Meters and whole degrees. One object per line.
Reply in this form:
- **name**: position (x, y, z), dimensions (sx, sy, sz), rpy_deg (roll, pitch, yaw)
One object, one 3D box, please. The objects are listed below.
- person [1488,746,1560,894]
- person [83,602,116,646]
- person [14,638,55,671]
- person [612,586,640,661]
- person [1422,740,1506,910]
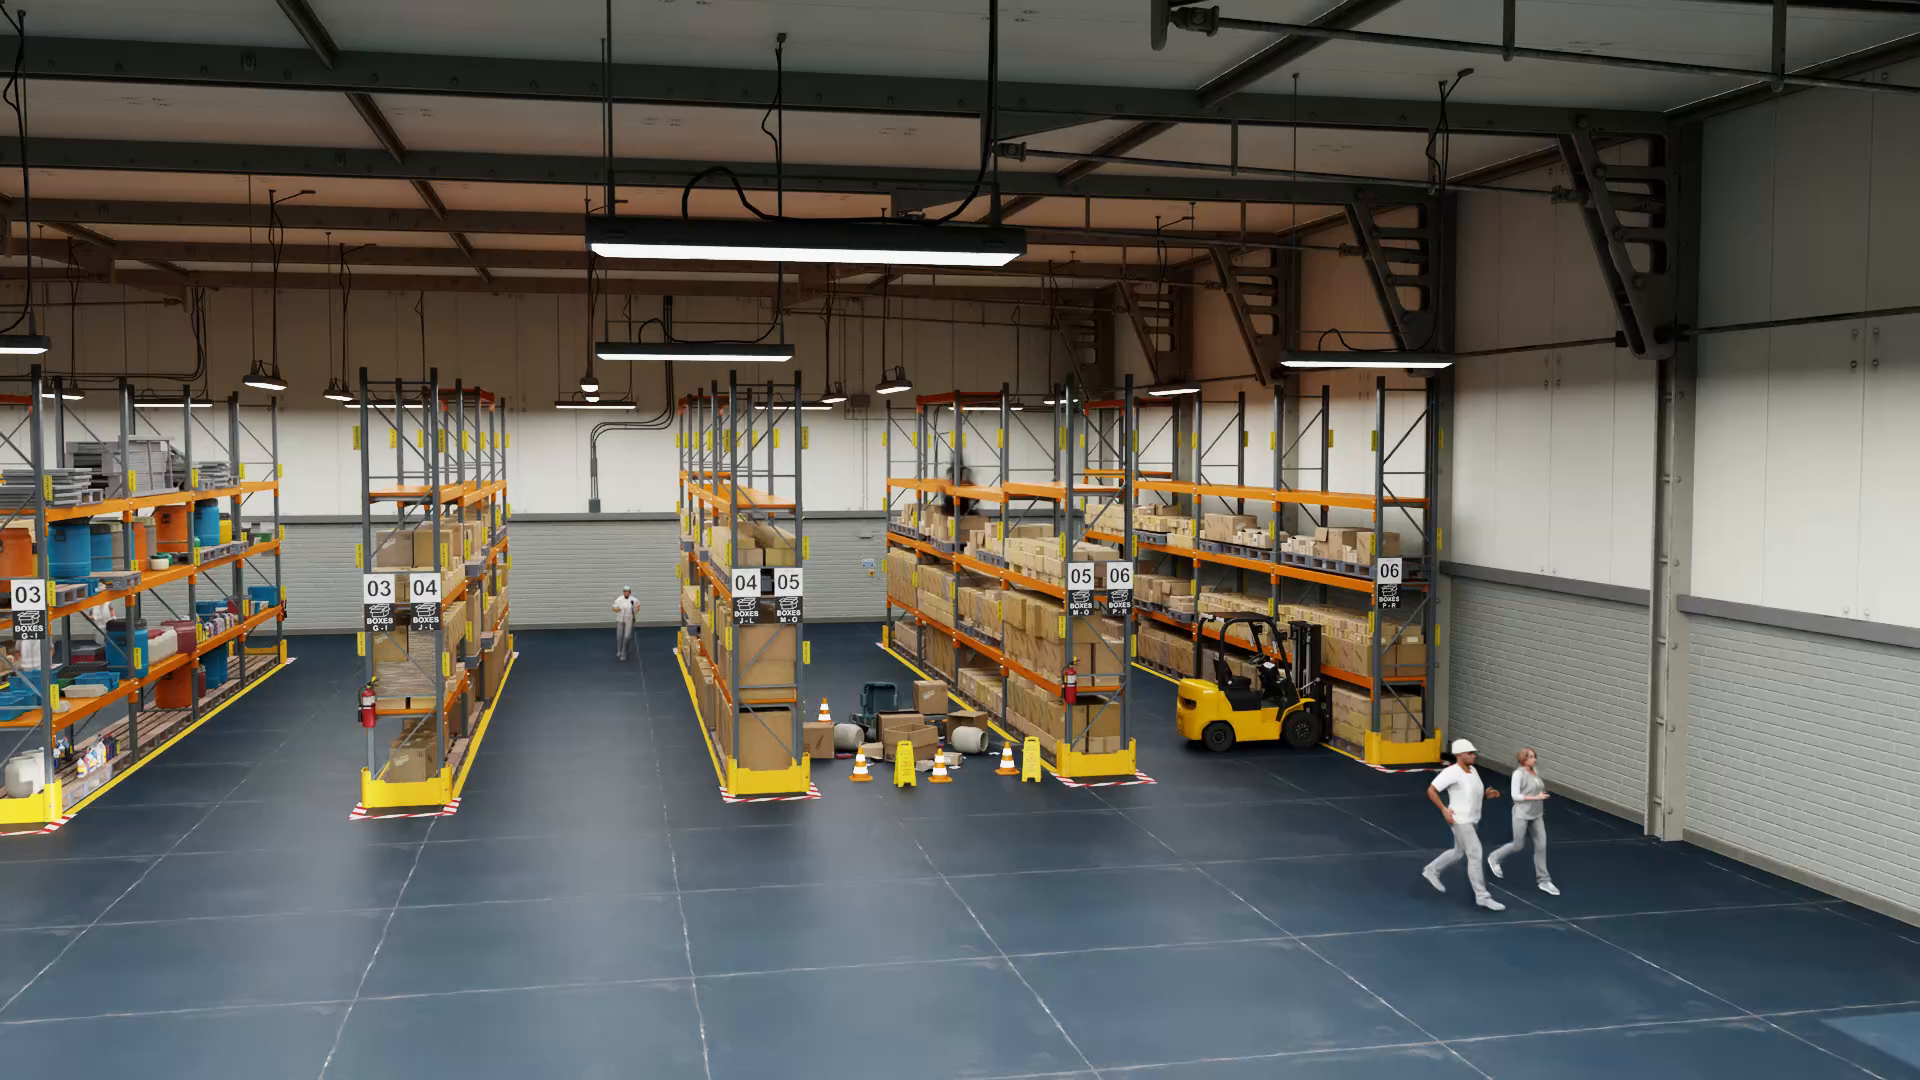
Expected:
- **person**: position (6.305, 3.088, 18.540), dimensions (0.544, 1.586, 0.878), rpy_deg (-2, 4, -33)
- **person**: position (-18.774, 1.945, 36.311), dimensions (0.683, 1.743, 0.992), rpy_deg (-3, 4, -37)
- **person**: position (-17.033, 2.320, 30.624), dimensions (0.668, 1.728, 0.639), rpy_deg (-1, 4, -21)
- **person**: position (-7.670, 1.913, 38.176), dimensions (0.607, 1.722, 0.770), rpy_deg (0, 3, -2)
- **person**: position (5.431, 3.023, 17.913), dimensions (0.987, 1.755, 0.699), rpy_deg (3, 4, 39)
